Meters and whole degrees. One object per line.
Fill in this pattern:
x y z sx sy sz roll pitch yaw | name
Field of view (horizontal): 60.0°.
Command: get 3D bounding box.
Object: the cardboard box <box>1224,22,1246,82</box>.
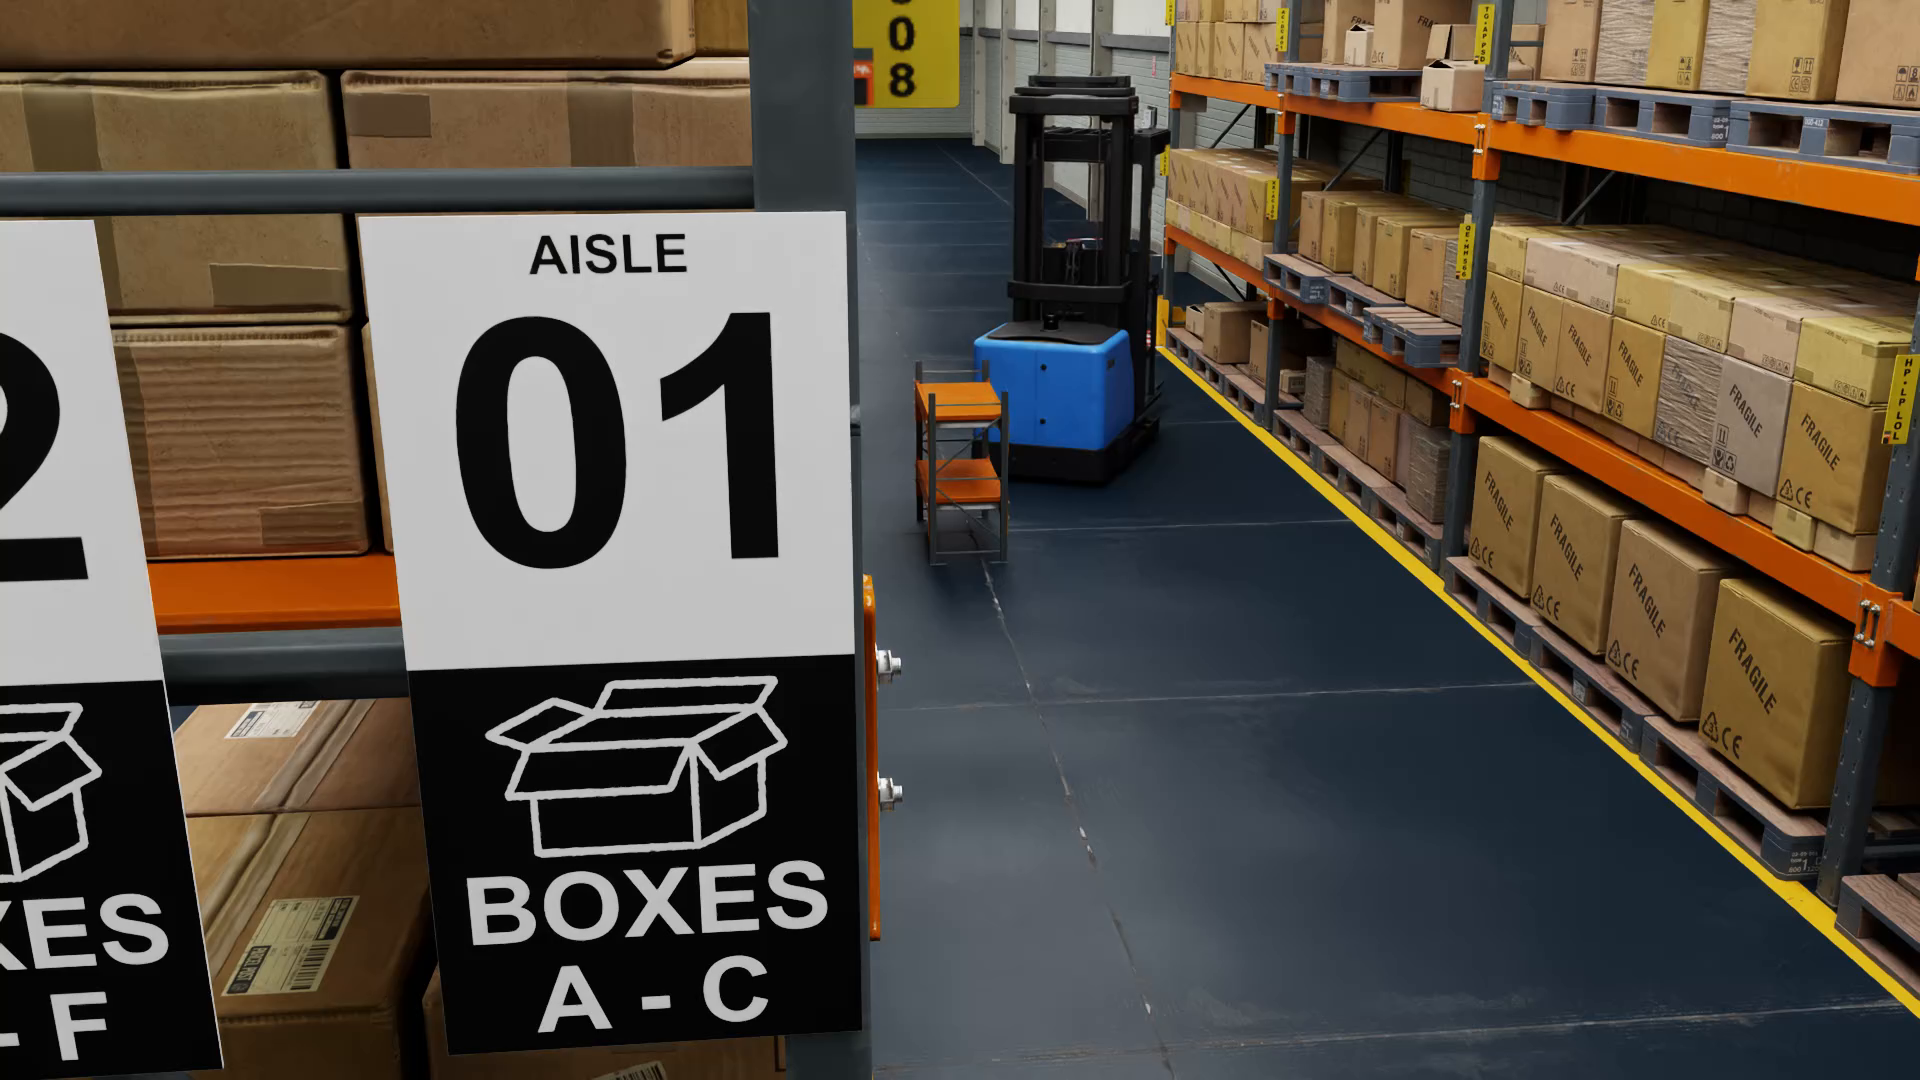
2.667 -4.338 14.780 0.500 0.500 0.500 -2 18 -8 | cardboard box

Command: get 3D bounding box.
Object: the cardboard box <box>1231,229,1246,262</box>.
2.705 -2.611 14.702 0.500 0.250 0.500 -2 18 -5 | cardboard box

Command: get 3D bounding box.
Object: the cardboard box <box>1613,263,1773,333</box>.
3.472 -1.153 7.894 0.500 0.250 0.500 -2 18 -7 | cardboard box

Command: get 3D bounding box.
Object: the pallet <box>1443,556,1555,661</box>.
3.518 0.367 9.655 1.003 0.211 1.213 -2 18 -6 | pallet

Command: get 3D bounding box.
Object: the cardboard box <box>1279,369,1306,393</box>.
3.014 -1.409 14.652 0.380 0.166 0.250 -4 18 -13 | cardboard box

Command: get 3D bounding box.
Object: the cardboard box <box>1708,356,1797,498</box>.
3.563 -0.489 7.031 0.500 0.500 0.500 -2 18 -5 | cardboard box

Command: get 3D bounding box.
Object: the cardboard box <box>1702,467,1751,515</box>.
3.490 -0.220 7.257 0.380 0.149 0.250 -2 18 -6 | cardboard box

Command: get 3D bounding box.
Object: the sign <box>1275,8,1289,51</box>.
2.560 -4.051 13.202 0.100 0.325 0.005 -2 18 -6 | sign

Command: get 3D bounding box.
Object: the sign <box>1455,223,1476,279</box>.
2.973 -1.696 9.769 0.100 0.325 0.005 -2 18 -6 | sign

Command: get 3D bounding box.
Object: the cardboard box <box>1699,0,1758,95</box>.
3.833 -2.278 7.516 0.700 0.500 0.500 -2 18 -6 | cardboard box

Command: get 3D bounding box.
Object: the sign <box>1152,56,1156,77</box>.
2.881 -7.039 24.719 0.001 0.298 0.199 -2 18 -6 | sign

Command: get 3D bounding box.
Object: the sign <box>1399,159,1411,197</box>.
3.651 -2.963 13.674 0.100 0.325 0.005 -2 18 -6 | sign

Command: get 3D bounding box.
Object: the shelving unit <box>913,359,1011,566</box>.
0.001 -0.535 11.002 0.538 1.125 1.048 -2 18 -6 | shelving unit

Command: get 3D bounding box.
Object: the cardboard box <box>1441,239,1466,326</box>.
3.453 -1.598 10.357 0.700 0.500 0.500 -4 18 -12 | cardboard box

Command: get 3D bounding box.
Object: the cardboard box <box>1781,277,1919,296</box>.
4.018 -1.016 7.455 0.500 0.250 0.500 -2 18 -7 | cardboard box

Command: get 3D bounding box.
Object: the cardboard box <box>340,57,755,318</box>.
-0.384 -0.422 1.921 0.500 0.250 0.500 -2 18 -6 | cardboard box

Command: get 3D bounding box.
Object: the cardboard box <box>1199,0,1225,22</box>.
2.550 -5.124 15.612 0.500 0.500 0.500 -1 17 -4 | cardboard box

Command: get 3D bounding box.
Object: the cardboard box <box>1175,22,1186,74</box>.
2.472 -4.965 16.776 0.500 0.500 0.500 -1 17 -4 | cardboard box

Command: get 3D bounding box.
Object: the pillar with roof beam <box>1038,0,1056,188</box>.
-2.520 -11.494 32.766 9.100 9.000 0.400 -2 18 -6 | pillar with roof beam

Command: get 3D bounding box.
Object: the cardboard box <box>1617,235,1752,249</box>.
3.866 -1.476 8.921 0.500 0.250 0.500 -2 18 -7 | cardboard box

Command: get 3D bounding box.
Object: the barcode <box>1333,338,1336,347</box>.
3.282 -1.730 14.586 0.001 0.075 0.075 -2 18 -6 | barcode

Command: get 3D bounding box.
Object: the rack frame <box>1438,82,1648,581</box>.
3.511 -1.200 9.993 1.000 3.000 0.127 -2 18 -6 | rack frame

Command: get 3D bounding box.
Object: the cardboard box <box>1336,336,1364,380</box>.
3.240 -1.417 12.871 0.500 0.250 0.500 -2 18 -7 | cardboard box

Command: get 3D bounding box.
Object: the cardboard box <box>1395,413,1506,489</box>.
3.448 -0.588 11.480 0.700 0.500 0.500 -2 18 -6 | cardboard box

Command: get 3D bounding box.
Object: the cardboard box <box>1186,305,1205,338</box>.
2.668 -2.302 17.256 0.500 0.311 0.500 -4 18 -12 | cardboard box

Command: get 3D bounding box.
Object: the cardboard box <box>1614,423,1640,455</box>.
3.484 -0.528 8.238 0.380 0.149 0.250 -2 18 -5 | cardboard box

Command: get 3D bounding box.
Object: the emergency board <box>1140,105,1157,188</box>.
2.783 -5.927 25.049 0.194 1.169 0.643 -2 18 -6 | emergency board

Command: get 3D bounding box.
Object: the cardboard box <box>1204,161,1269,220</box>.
2.590 -3.273 15.560 0.500 0.500 0.500 -1 17 -4 | cardboard box

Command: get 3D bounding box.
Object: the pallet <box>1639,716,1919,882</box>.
3.769 1.094 7.340 1.003 0.211 1.213 -2 18 -6 | pallet

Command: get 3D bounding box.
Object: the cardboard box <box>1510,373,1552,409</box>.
3.276 -0.828 9.192 0.380 0.149 0.250 -1 17 -4 | cardboard box

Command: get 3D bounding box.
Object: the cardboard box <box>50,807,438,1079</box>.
-0.910 0.688 2.141 0.500 0.500 0.500 -2 18 -6 | cardboard box

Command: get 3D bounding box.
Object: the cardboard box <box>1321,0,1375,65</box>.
3.076 -3.906 12.735 0.500 0.500 0.500 1 17 2 | cardboard box

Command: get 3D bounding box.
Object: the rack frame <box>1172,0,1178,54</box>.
2.686 -6.446 16.686 1.000 3.000 0.127 -2 18 -6 | rack frame

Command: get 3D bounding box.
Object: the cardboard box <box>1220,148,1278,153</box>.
2.946 -3.746 17.066 0.500 0.500 0.500 -2 18 -6 | cardboard box

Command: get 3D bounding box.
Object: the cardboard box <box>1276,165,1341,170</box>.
3.163 -3.137 15.127 0.500 0.500 0.500 -1 17 -4 | cardboard box

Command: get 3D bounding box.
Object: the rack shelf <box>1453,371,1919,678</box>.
3.718 -0.261 8.203 1.077 0.370 4.000 -2 18 -6 | rack shelf

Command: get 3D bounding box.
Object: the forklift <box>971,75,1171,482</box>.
1.037 -2.233 13.396 1.130 2.935 3.031 6 18 18 | forklift

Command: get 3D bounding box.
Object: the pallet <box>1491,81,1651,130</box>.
3.631 -2.351 8.966 1.213 0.211 1.003 -1 17 -3 | pallet

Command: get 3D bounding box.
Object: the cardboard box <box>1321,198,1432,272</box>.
3.168 -2.330 12.691 0.700 0.500 0.500 0 17 0 | cardboard box

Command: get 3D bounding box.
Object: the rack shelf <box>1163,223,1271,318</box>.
2.893 -2.645 15.795 1.077 0.370 4.000 -2 18 -6 | rack shelf

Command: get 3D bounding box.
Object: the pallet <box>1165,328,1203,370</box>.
2.743 -1.988 17.156 1.003 0.211 1.213 -2 18 -6 | pallet

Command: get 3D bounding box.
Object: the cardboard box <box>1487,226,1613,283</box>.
3.305 -1.606 9.335 0.500 0.250 0.500 -1 17 -4 | cardboard box

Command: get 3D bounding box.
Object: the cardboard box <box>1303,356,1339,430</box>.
3.191 -1.191 13.401 0.700 0.500 0.500 -1 17 -4 | cardboard box

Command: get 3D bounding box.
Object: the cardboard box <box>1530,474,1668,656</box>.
3.541 0.109 8.709 0.750 0.750 0.750 -2 18 -6 | cardboard box

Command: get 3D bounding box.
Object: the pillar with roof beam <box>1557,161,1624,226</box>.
-0.044 -4.344 9.990 9.100 9.000 0.400 -2 18 -6 | pillar with roof beam

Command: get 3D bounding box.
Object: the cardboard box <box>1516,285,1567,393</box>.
3.352 -1.091 8.946 0.500 0.500 0.500 -1 17 -4 | cardboard box

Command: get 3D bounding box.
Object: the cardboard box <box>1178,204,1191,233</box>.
2.489 -3.212 16.619 0.500 0.250 0.500 -2 18 -7 | cardboard box

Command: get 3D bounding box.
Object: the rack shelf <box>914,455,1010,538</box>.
0.001 -0.301 11.075 0.538 0.278 1.000 -2 18 -6 | rack shelf
